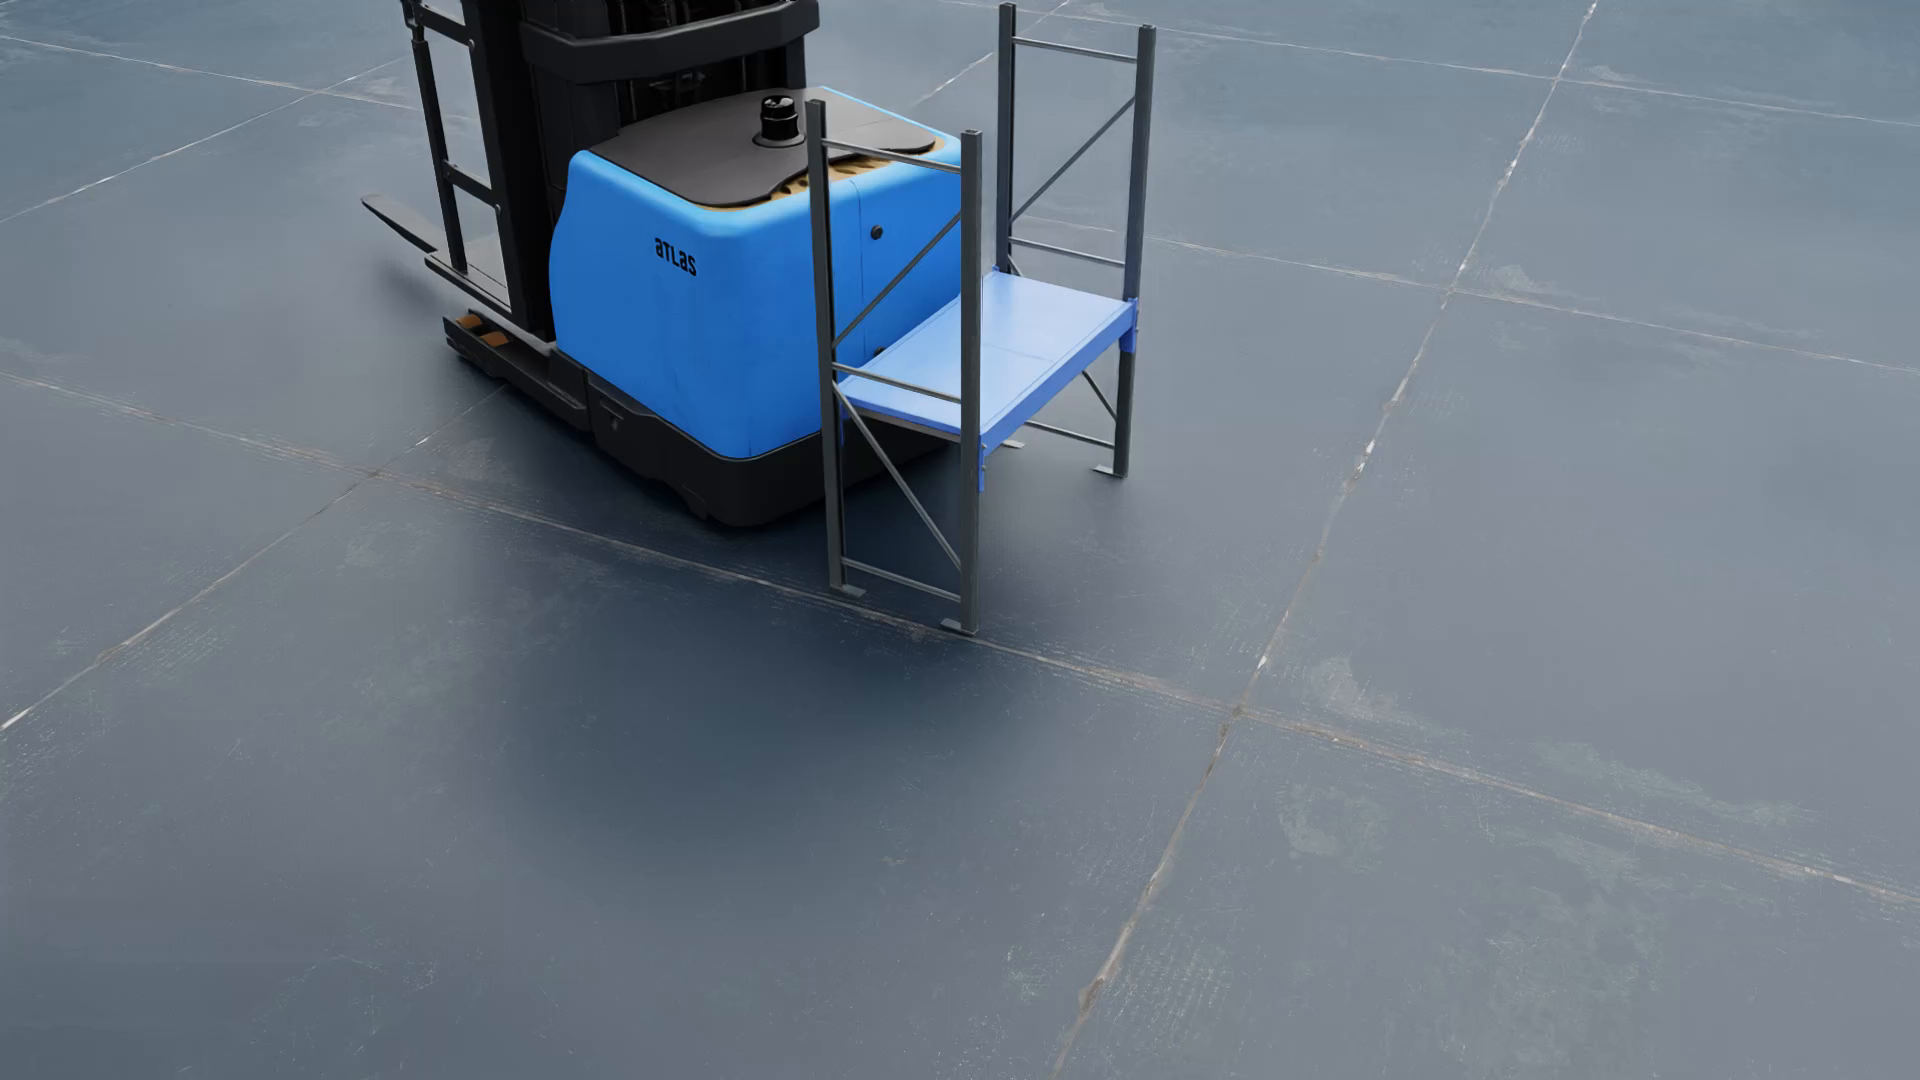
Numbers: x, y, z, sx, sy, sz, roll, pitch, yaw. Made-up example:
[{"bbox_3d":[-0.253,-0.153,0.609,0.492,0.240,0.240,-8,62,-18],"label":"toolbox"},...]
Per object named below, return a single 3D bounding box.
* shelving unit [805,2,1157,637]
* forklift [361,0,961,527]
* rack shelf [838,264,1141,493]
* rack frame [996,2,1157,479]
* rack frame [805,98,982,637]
[{"bbox_3d":[0.085,-0.664,4.895,0.538,1.500,1.048,18,37,25],"label":"shelving unit"},{"bbox_3d":[-1.292,-1.994,5.618,1.130,2.935,3.031,-26,41,-34],"label":"forklift"},{"bbox_3d":[0.085,-0.514,4.994,0.538,0.185,1.000,18,37,25],"label":"rack shelf"},{"bbox_3d":[0.340,-0.905,5.263,0.500,1.500,0.032,18,37,25],"label":"rack frame"},{"bbox_3d":[-0.170,-0.423,4.527,0.500,1.500,0.032,18,37,25],"label":"rack frame"}]
